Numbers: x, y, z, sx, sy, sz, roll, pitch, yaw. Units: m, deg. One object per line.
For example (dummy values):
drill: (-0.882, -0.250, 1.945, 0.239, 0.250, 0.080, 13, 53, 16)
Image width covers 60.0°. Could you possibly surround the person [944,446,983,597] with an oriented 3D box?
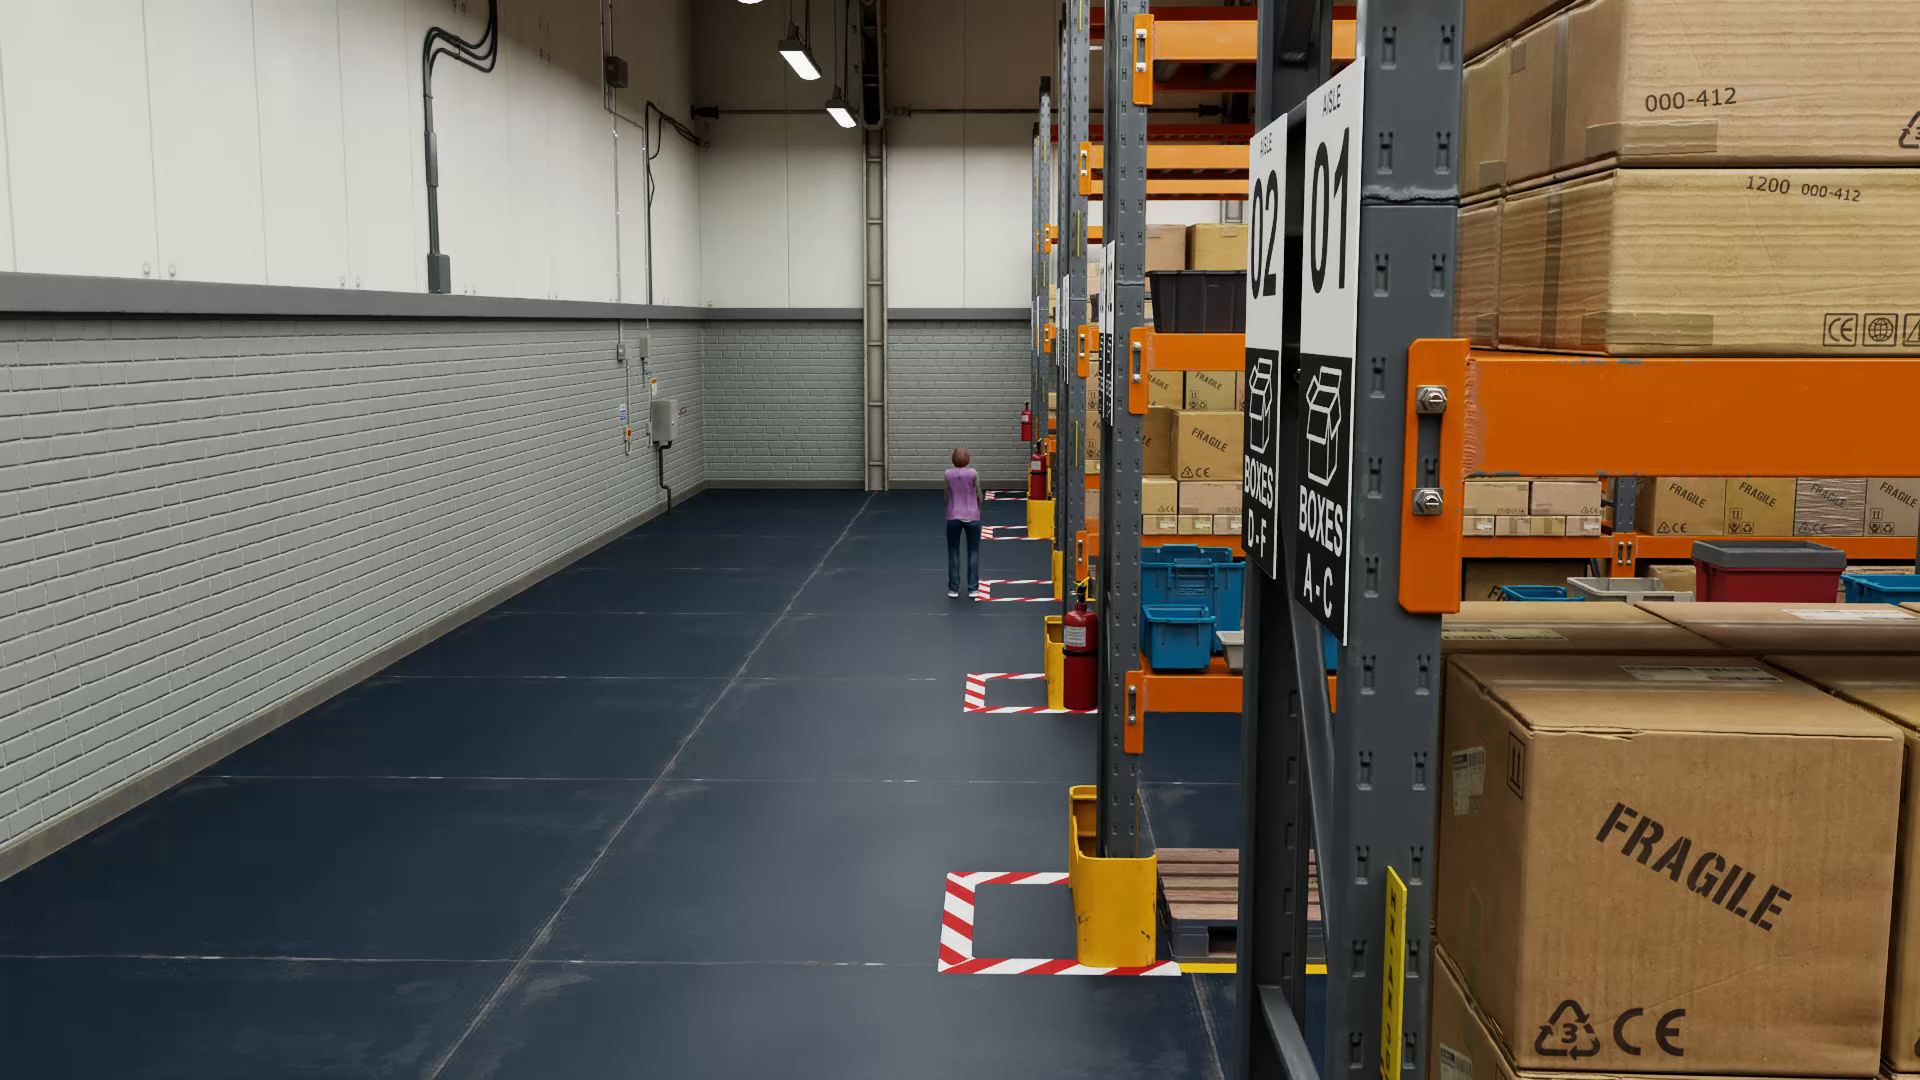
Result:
person: (0.035, -0.205, 17.411, 0.406, 1.588, 0.497, 1, 7, 5)
